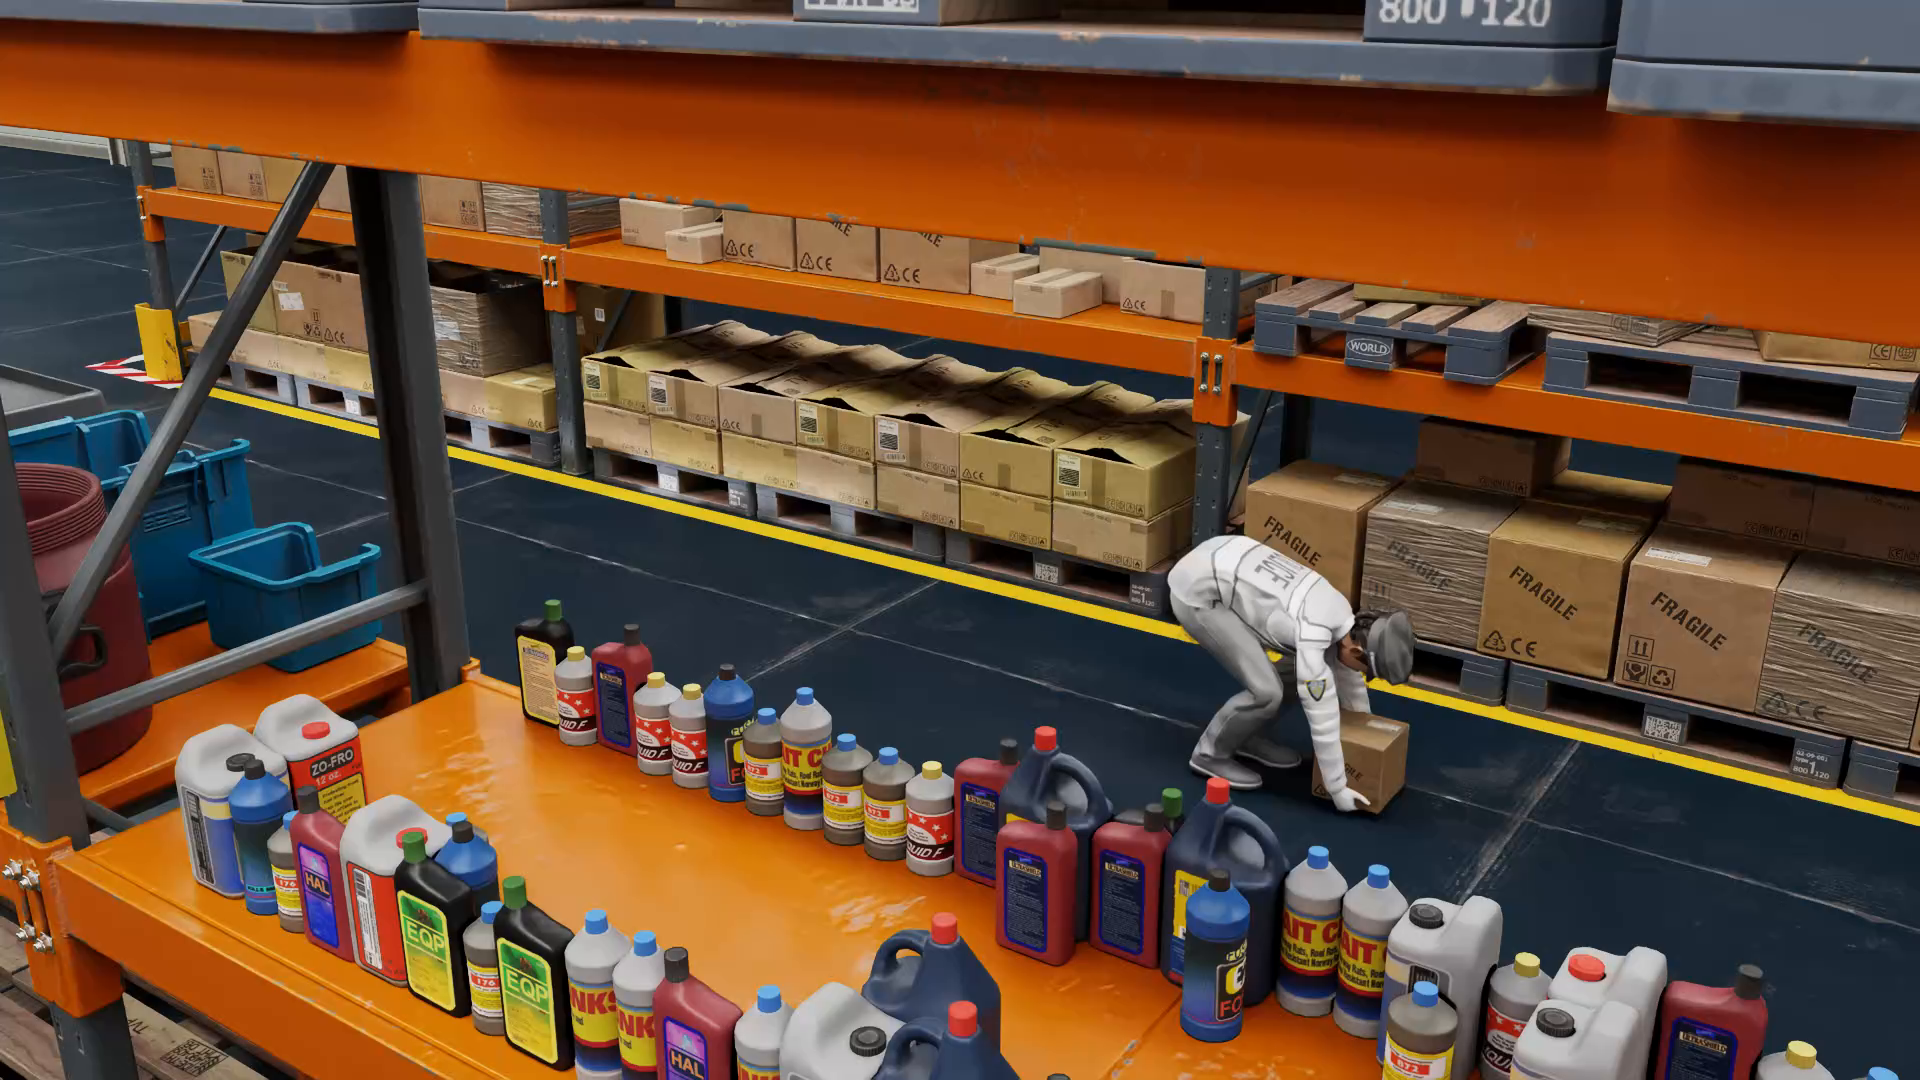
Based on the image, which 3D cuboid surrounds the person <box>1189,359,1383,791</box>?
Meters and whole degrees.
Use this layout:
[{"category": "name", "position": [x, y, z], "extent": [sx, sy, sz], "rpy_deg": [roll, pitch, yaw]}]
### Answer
[{"category": "person", "position": [1.124, 0.123, 5.880], "extent": [0.622, 1.572, 0.407], "rpy_deg": [13, 23, 31]}]
